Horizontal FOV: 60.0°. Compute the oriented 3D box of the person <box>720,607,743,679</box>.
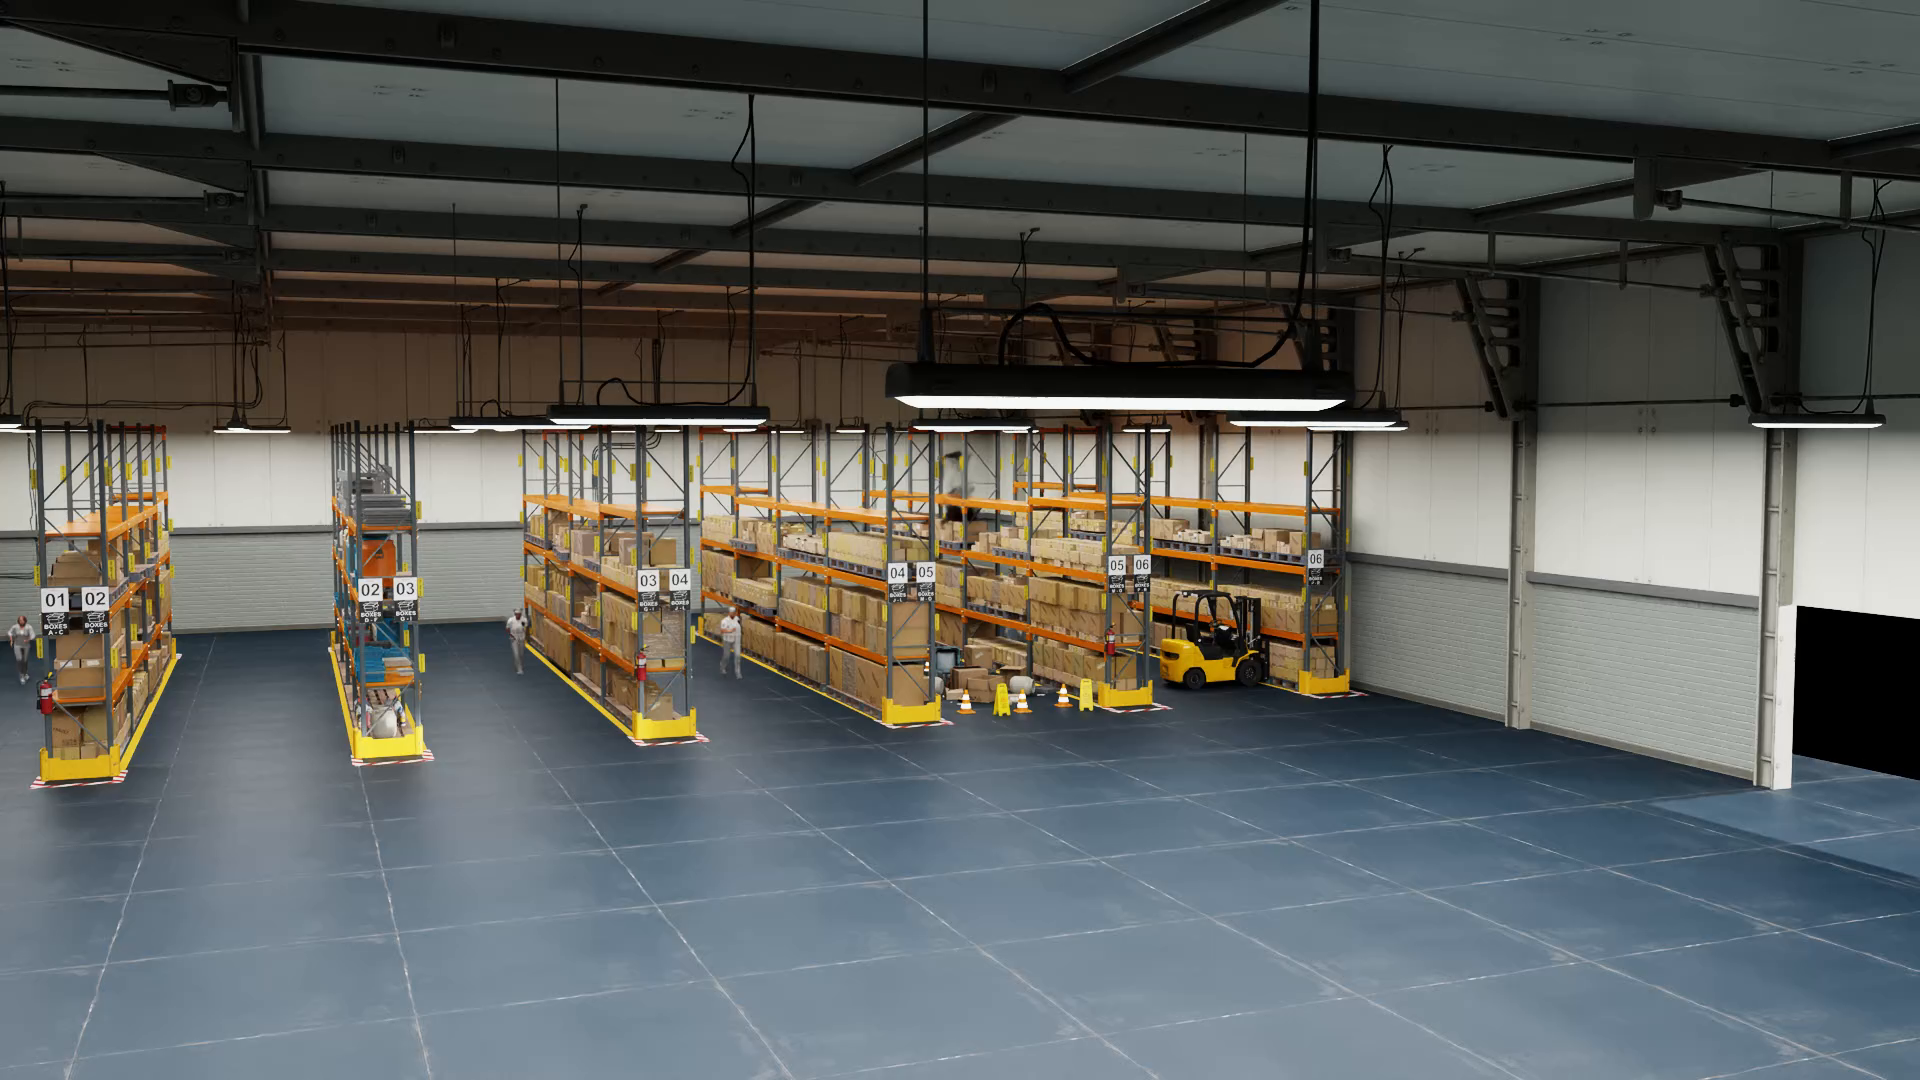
[{"bbox_3d":[-5.420,2.409,39.364,0.598,1.669,0.933,-2,4,-30],"label":"person"}]

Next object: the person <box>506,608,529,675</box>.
[{"bbox_3d":[-10.709,2.417,40.211,0.534,1.632,0.786,-1,4,-18],"label":"person"}]

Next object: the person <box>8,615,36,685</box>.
[{"bbox_3d":[-21.782,2.523,38.638,0.549,1.602,0.801,-2,4,-30],"label":"person"}]

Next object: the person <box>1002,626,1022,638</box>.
[{"bbox_3d":[1.452,1.919,46.934,0.600,1.834,0.853,-2,4,-28],"label":"person"}]
